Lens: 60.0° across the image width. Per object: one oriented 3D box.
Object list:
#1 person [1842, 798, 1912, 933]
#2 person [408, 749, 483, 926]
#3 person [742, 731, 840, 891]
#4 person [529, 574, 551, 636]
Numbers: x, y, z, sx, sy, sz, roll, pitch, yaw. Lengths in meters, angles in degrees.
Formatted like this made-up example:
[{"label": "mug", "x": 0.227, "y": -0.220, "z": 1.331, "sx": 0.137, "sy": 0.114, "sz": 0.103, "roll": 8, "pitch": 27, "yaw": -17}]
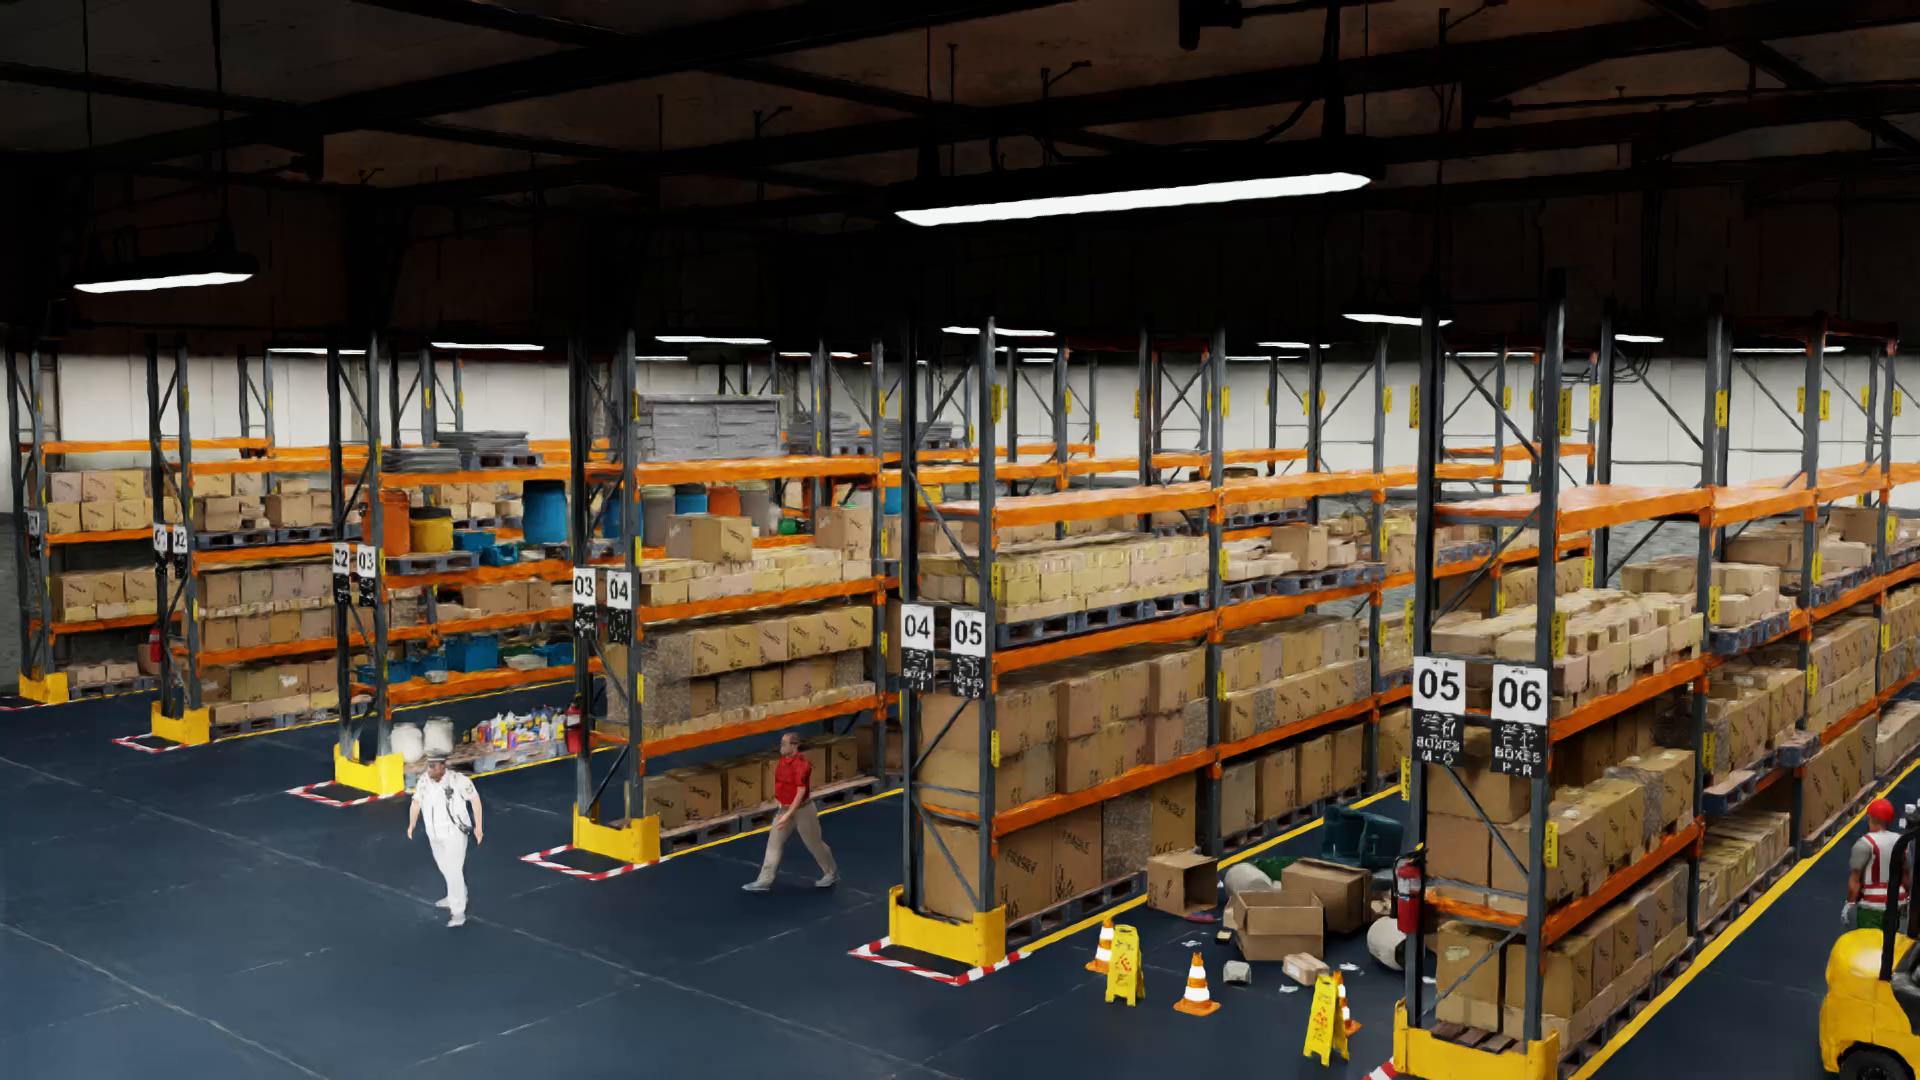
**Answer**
[{"label": "person", "x": 7.592, "y": 3.019, "z": 13.804, "sx": 0.655, "sy": 1.785, "sz": 0.577, "roll": -2, "pitch": 5, "yaw": -20}, {"label": "person", "x": -5.007, "y": 2.850, "z": 16.296, "sx": 0.706, "sy": 1.695, "sz": 0.827, "roll": 2, "pitch": 6, "yaw": 21}, {"label": "person", "x": -1.713, "y": 2.786, "z": 17.090, "sx": 1.040, "sy": 1.658, "sz": 0.533, "roll": -5, "pitch": 7, "yaw": -42}, {"label": "person", "x": -8.142, "y": 1.451, "z": 32.400, "sx": 0.580, "sy": 1.617, "sz": 0.503, "roll": 4, "pitch": 6, "yaw": 37}]
